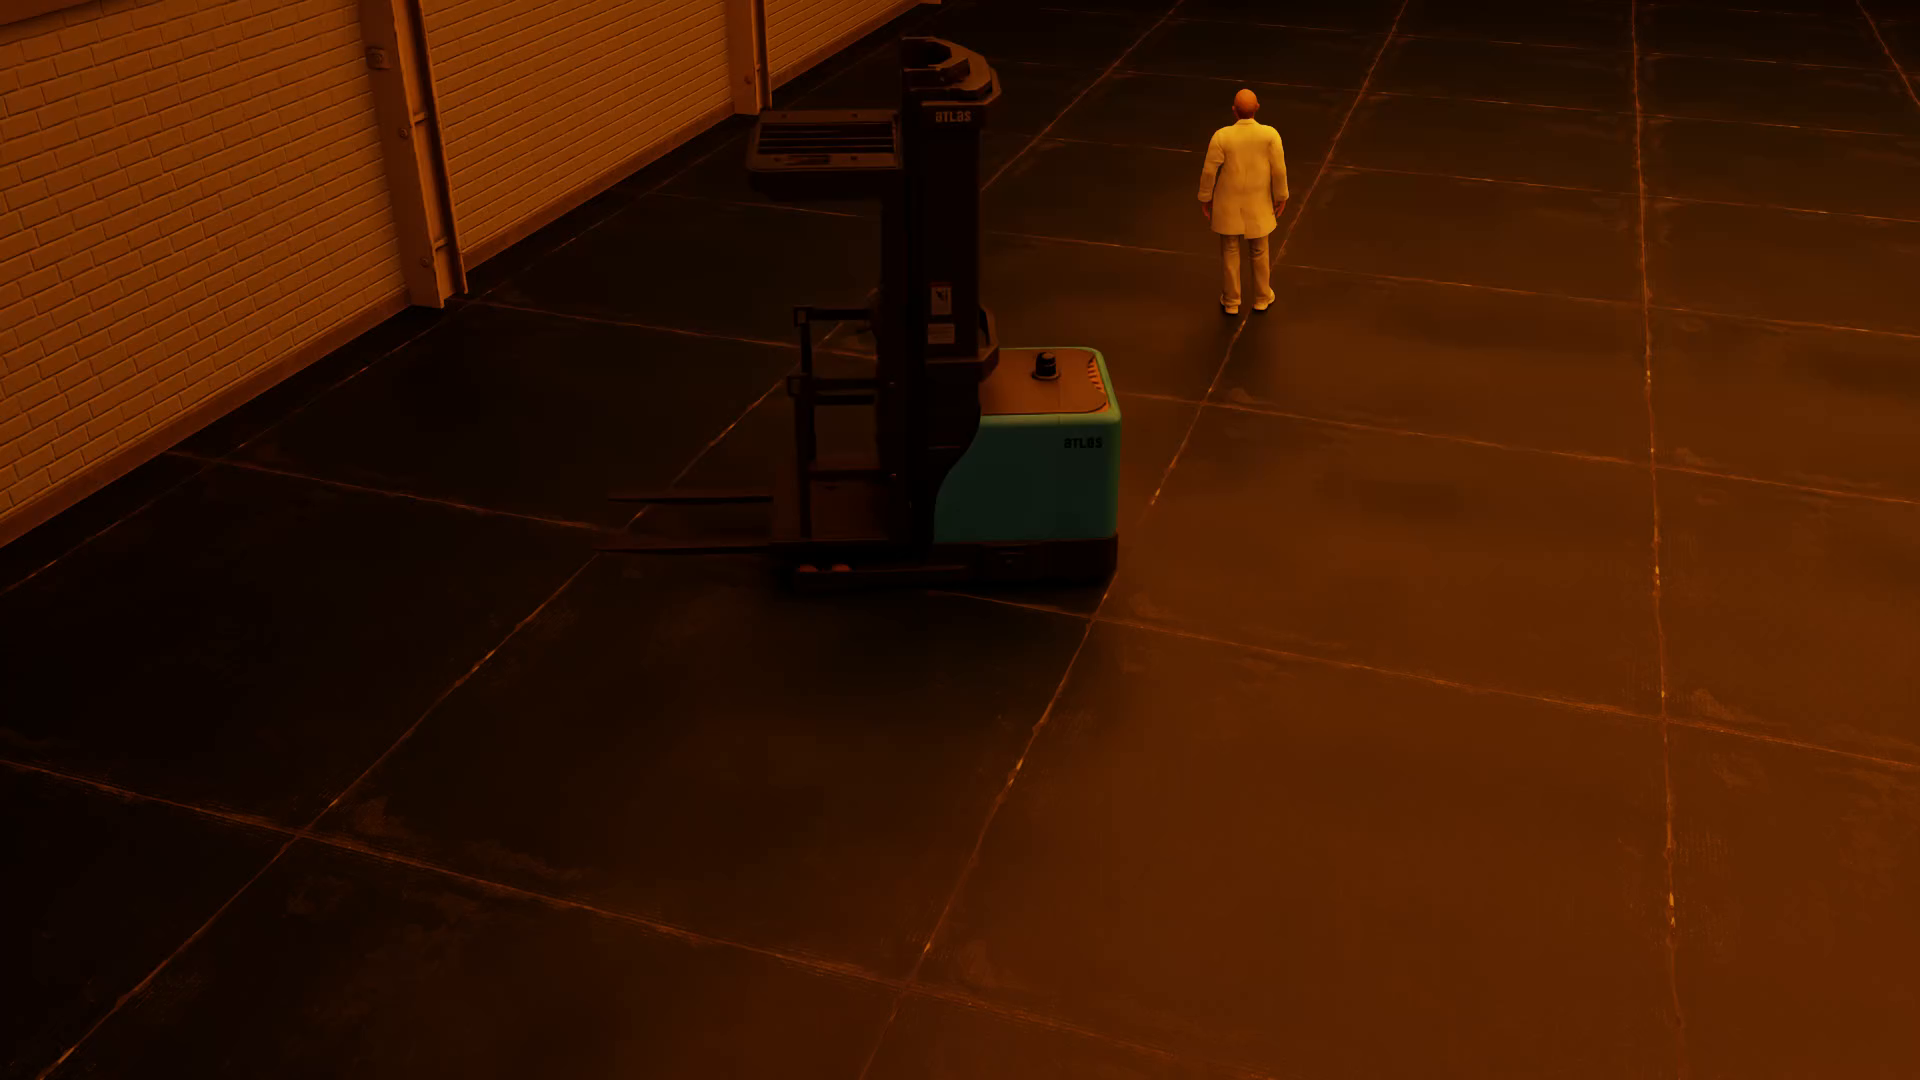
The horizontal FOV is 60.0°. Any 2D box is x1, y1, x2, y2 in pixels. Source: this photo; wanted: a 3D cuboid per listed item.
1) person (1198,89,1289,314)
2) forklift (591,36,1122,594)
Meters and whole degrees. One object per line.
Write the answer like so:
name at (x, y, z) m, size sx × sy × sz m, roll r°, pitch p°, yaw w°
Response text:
person at (2.199, -2.649, 12.933) m, size 0.696 × 1.776 × 0.581 m, roll 5°, pitch 30°, yaw 9°
forklift at (-0.627, -1.231, 9.296) m, size 3.031 × 2.935 × 1.130 m, roll -1°, pitch 30°, yaw -3°
